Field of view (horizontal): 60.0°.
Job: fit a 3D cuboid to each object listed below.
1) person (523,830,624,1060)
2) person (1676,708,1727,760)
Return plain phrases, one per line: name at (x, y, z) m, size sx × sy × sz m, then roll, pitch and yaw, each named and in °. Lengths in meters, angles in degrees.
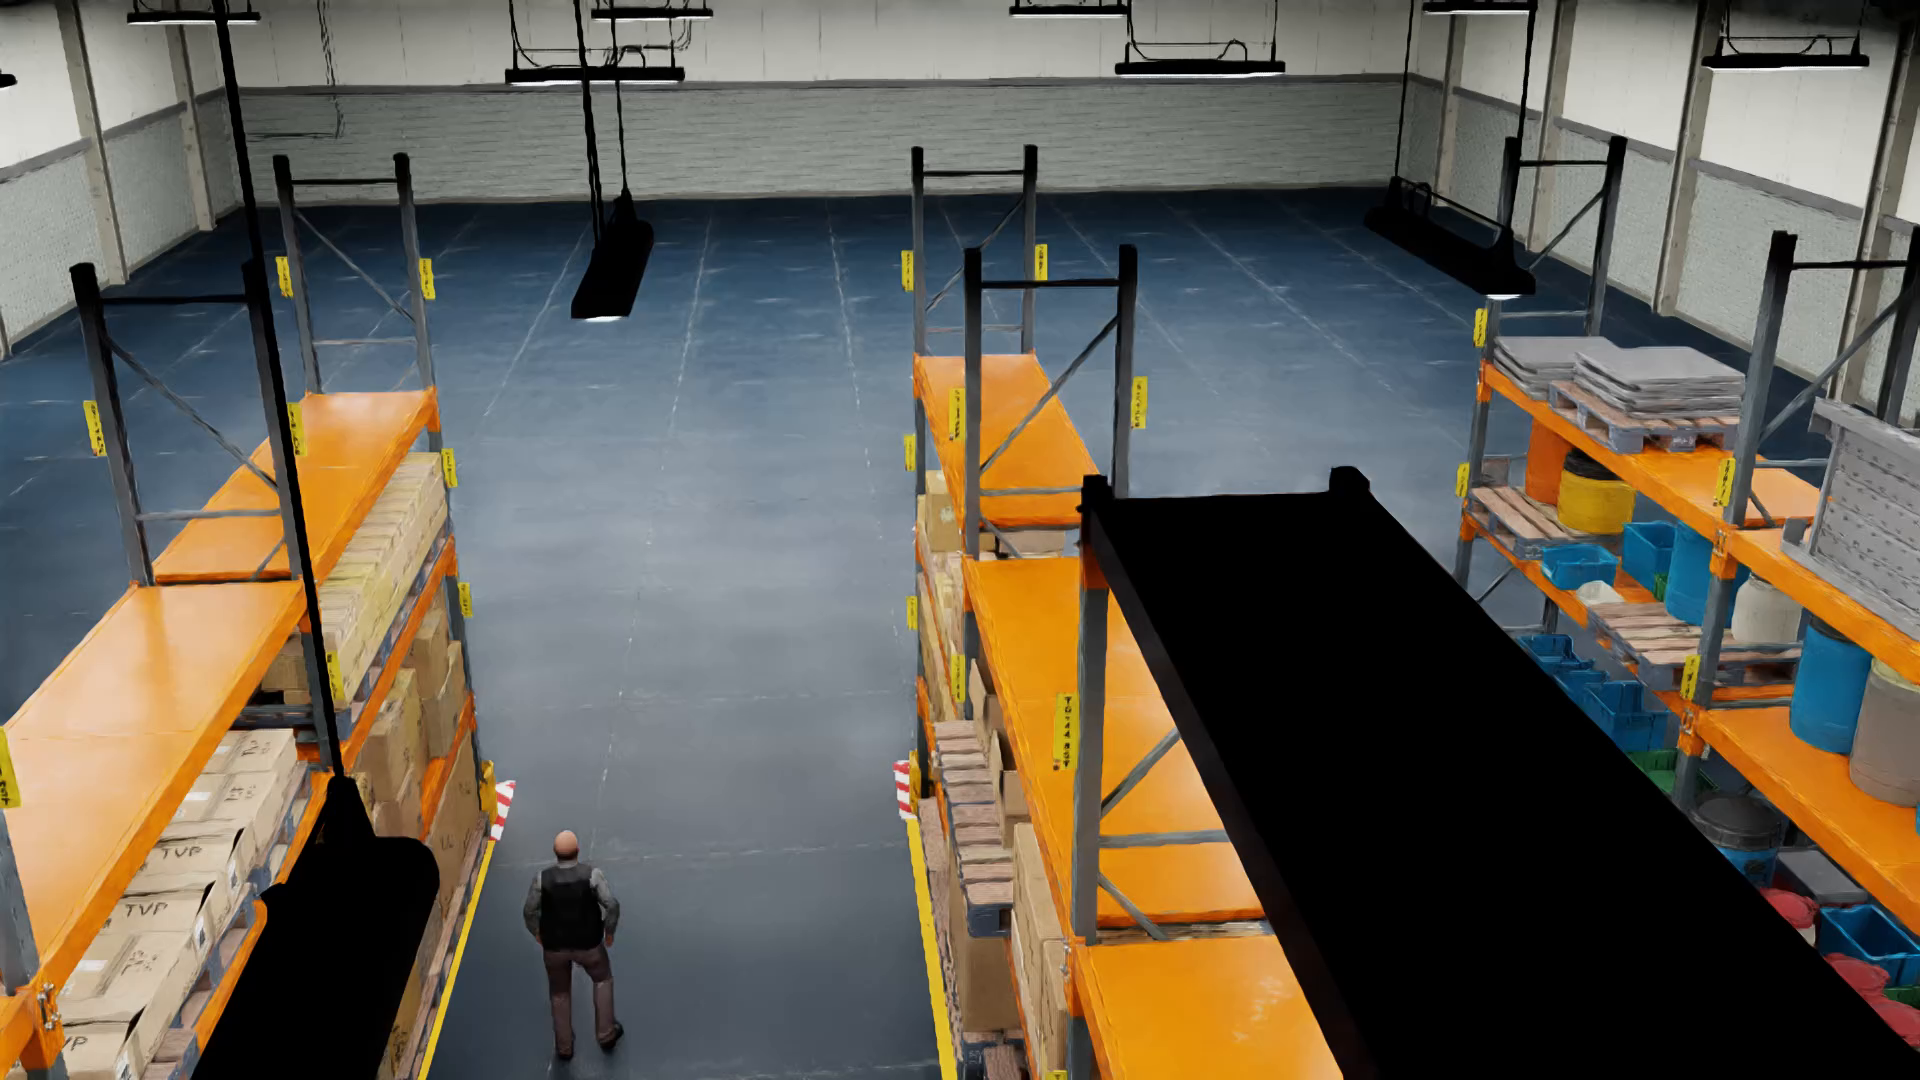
person at (-2.788, 2.887, 12.017) m, size 0.677 × 1.613 × 0.534 m, roll -3°, pitch 22°, yaw -8°
person at (7.295, 1.304, 15.958) m, size 0.599 × 1.772 × 0.575 m, roll -18°, pitch 28°, yaw -37°
